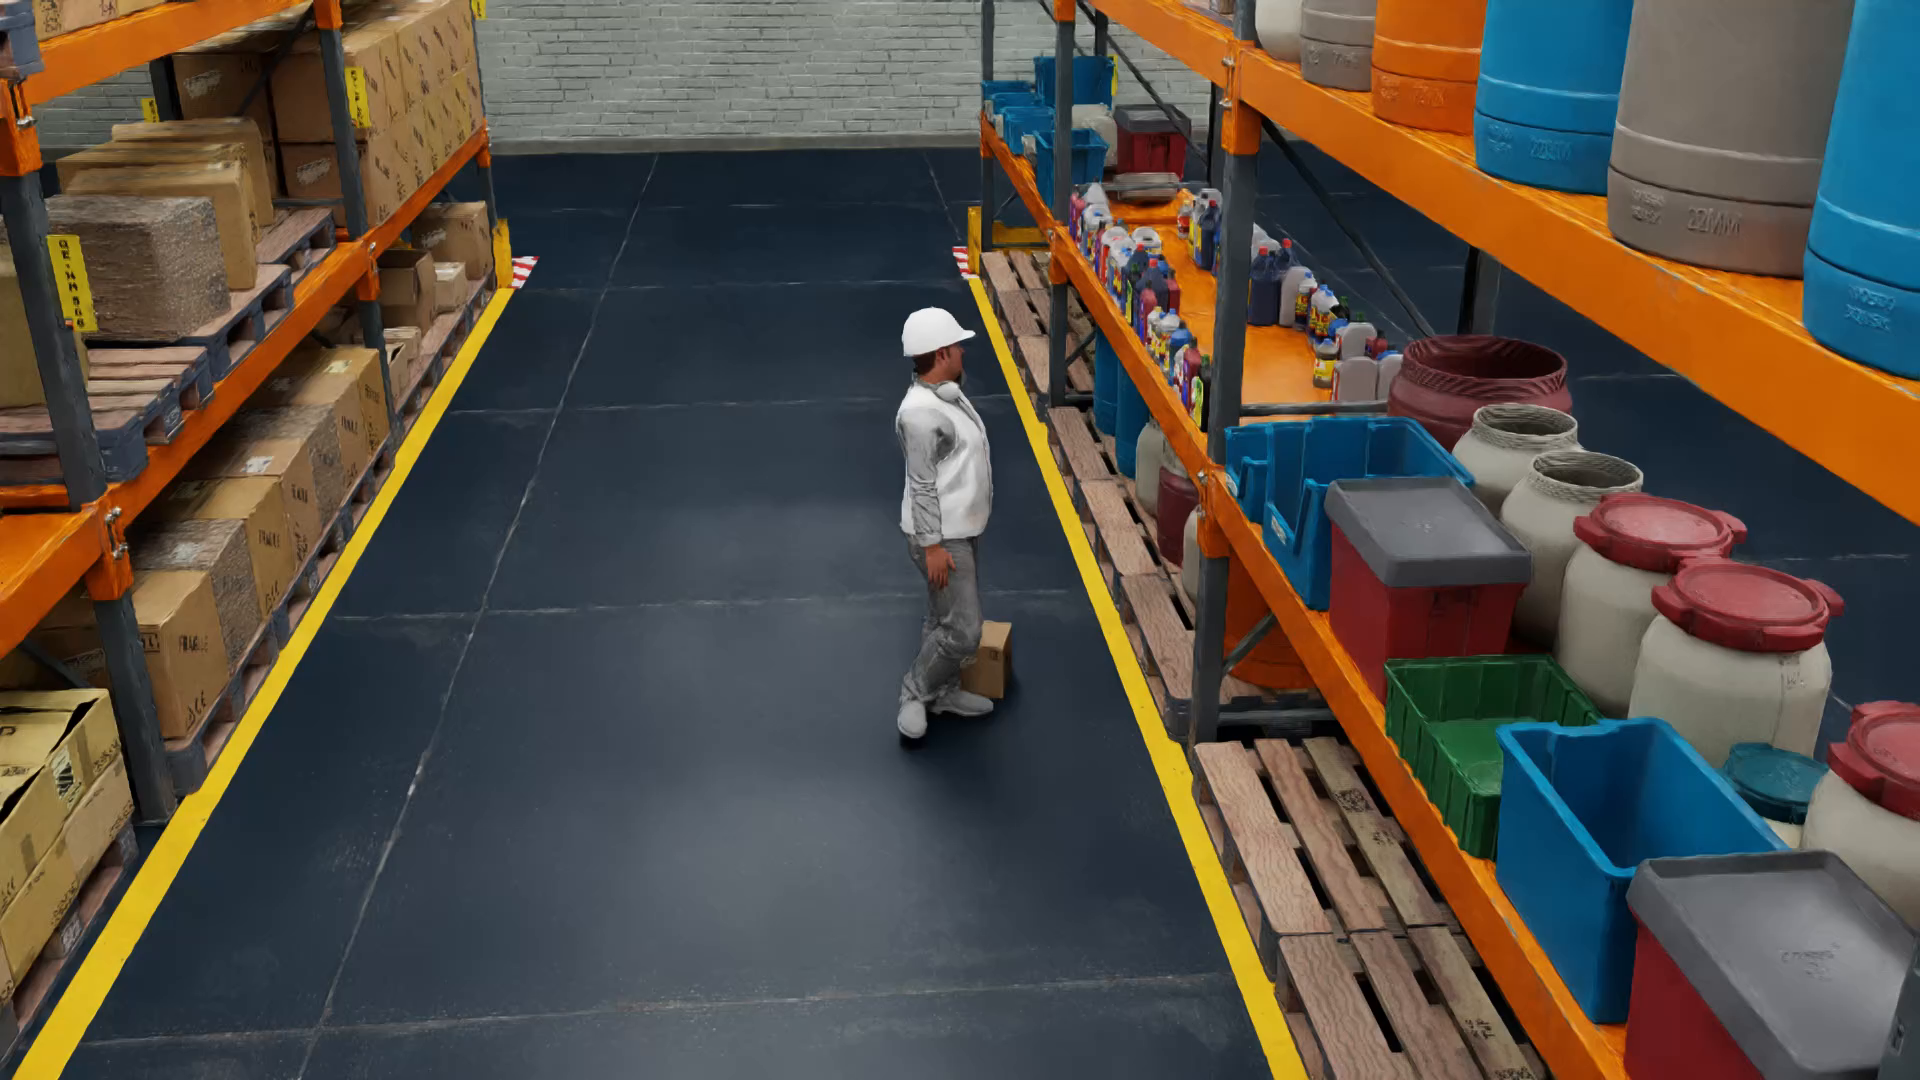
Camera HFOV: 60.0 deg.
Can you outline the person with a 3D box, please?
[{"bbox_3d":[-0.056,-0.054,6.686,0.386,1.762,0.585,4,24,10],"label":"person"}]
